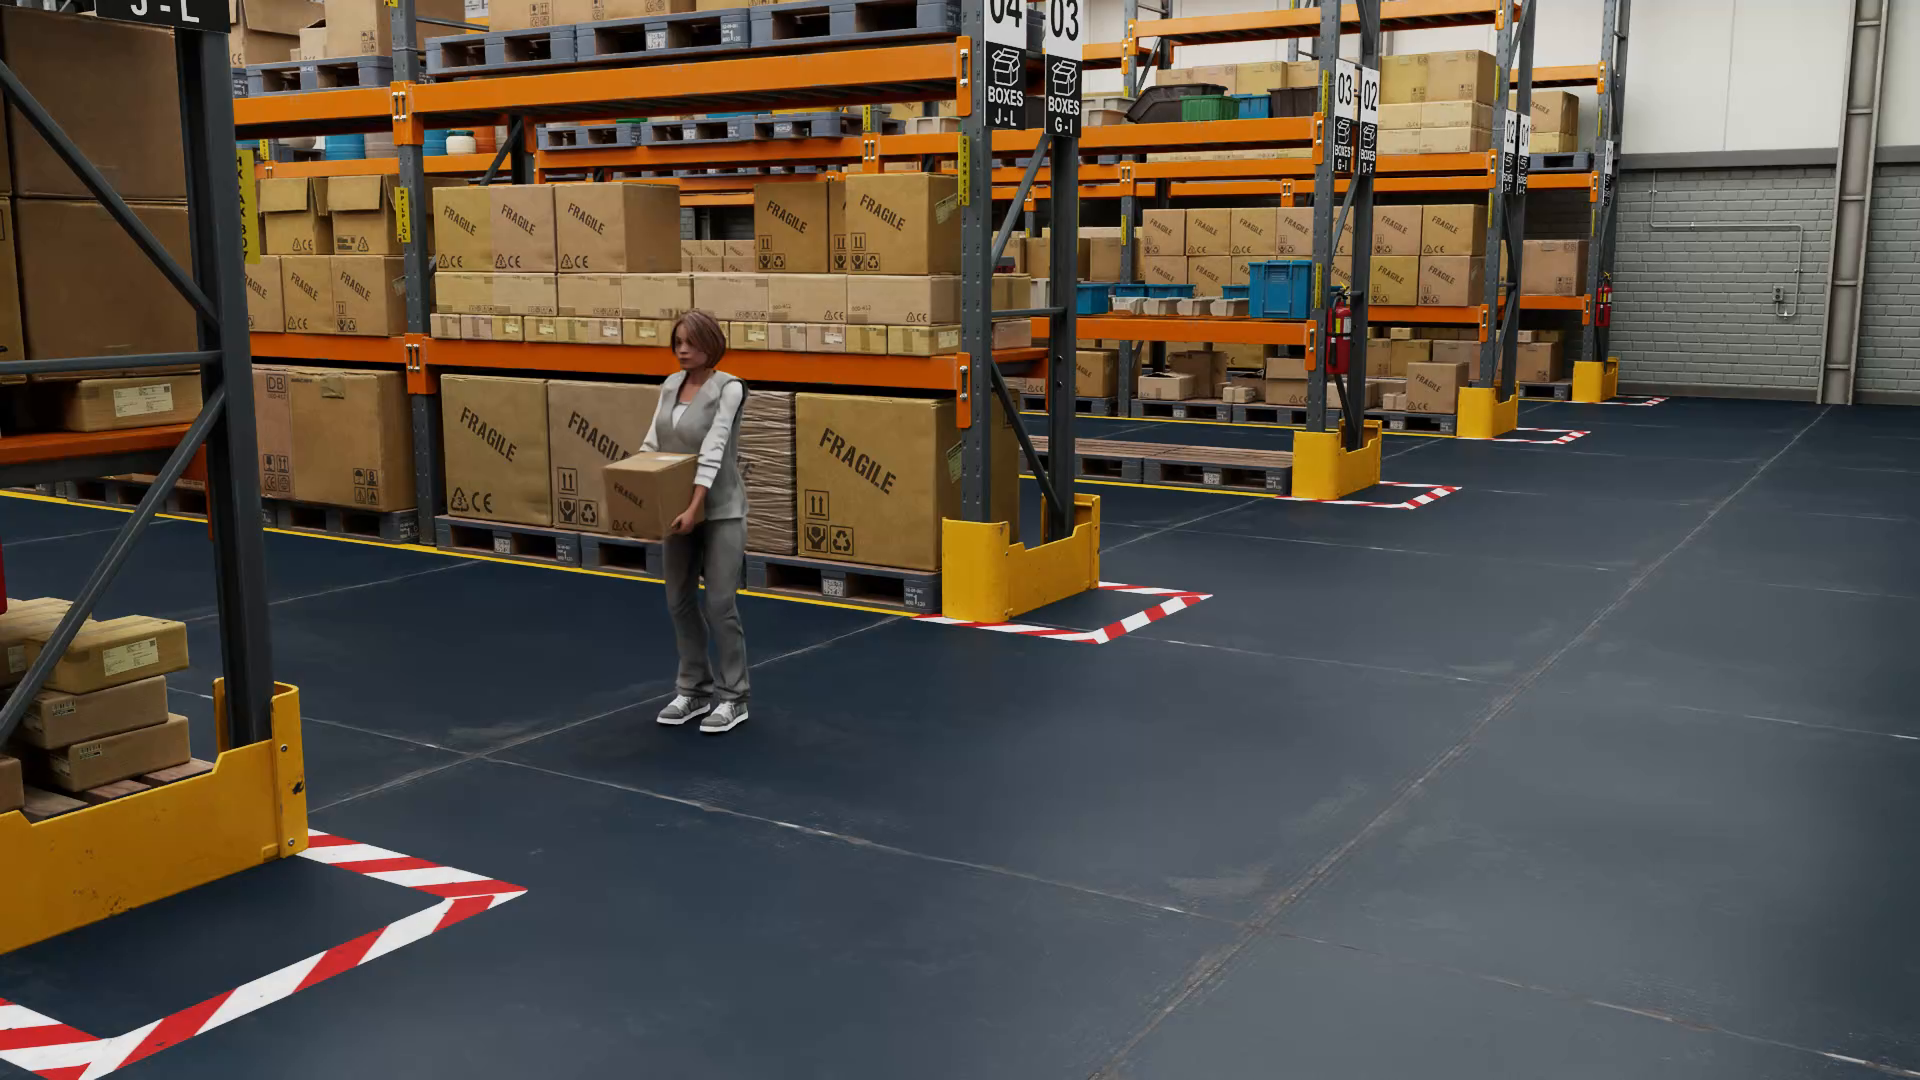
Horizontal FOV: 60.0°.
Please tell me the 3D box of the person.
[{"bbox_3d":[-1.024,-0.062,6.297,0.375,1.599,0.505,6,11,30],"label":"person"}]
